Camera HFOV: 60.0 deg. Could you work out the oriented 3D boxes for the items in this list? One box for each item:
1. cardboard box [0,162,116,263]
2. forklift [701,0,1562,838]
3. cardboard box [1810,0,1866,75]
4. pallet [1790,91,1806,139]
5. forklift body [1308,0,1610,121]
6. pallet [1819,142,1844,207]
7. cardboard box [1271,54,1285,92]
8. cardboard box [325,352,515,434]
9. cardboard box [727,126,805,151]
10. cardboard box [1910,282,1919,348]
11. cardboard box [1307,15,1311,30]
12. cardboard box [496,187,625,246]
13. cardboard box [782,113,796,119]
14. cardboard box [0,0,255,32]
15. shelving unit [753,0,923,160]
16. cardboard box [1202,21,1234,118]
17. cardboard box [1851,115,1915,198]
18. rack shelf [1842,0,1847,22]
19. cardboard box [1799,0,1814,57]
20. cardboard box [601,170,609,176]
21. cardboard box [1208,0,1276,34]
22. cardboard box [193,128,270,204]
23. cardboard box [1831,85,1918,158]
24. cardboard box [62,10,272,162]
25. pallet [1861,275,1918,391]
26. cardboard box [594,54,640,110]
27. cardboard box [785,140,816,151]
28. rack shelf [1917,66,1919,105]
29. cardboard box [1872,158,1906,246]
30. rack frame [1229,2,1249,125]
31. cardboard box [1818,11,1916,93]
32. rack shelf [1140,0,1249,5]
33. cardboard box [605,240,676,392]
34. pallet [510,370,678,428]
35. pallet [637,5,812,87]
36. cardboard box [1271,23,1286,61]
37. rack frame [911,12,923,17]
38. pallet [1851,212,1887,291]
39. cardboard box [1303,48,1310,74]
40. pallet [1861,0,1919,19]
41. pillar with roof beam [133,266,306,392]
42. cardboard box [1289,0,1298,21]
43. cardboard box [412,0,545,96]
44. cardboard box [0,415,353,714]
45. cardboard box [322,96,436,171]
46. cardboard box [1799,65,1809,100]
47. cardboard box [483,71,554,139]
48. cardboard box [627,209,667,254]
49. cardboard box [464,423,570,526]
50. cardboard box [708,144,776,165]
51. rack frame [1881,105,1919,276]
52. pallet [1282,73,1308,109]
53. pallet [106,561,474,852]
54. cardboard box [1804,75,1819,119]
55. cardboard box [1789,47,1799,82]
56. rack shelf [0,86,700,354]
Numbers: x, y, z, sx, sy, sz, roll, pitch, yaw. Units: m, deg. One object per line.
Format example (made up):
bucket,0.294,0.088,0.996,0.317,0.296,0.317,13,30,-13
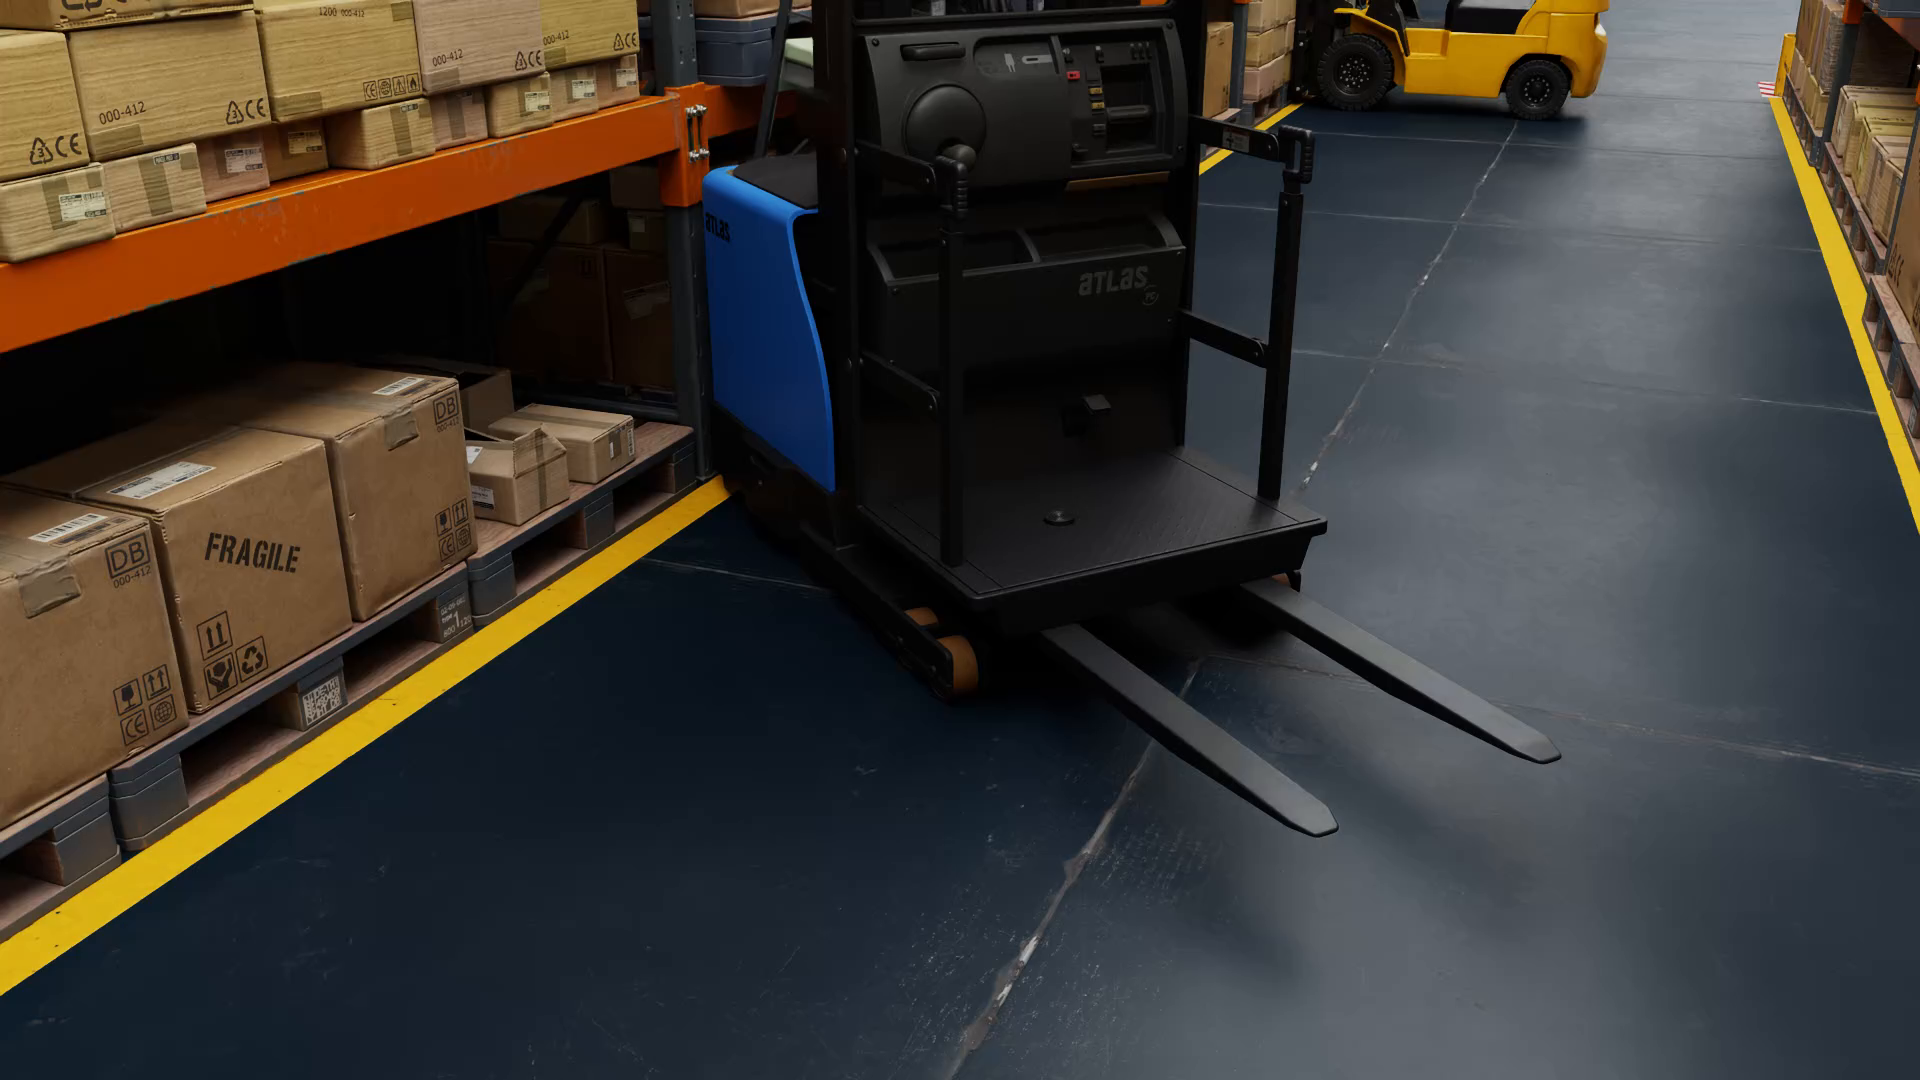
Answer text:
cardboard box,-1.904,-0.655,3.252,0.380,0.149,0.250,8,24,19
forklift,0.291,-1.140,4.175,1.130,2.935,3.031,-11,25,-26
cardboard box,6.608,-3.710,12.289,0.500,0.500,0.500,10,25,23
pallet,6.930,-3.220,12.685,1.003,0.211,1.213,9,24,20
forklift body,4.127,-4.633,13.550,2.313,2.155,1.214,9,24,20
pallet,5.974,-2.258,10.381,1.003,0.211,1.213,9,24,20
cardboard box,2.313,-3.767,13.400,0.500,0.250,0.500,8,24,19
cardboard box,-1.784,-0.420,5.308,0.500,0.311,0.500,10,25,22
cardboard box,-0.887,-1.738,7.376,0.380,0.149,0.250,8,24,18
cardboard box,4.107,-1.051,6.087,0.875,0.875,0.875,9,24,21
cardboard box,2.690,-4.357,14.162,0.500,0.250,0.500,9,24,20
cardboard box,-1.451,-1.182,6.046,0.380,0.149,0.250,8,24,18
cardboard box,-0.698,-1.923,7.818,0.380,0.149,0.250,8,24,19
cardboard box,-1.830,-1.313,3.338,0.500,0.500,0.500,9,24,21
shelving unit,-0.396,-1.173,5.878,0.431,1.500,0.755,22,25,17
cardboard box,1.469,-3.442,12.135,0.875,0.625,0.625,10,25,22
cardboard box,5.549,-2.110,9.273,0.950,0.372,0.625,10,25,22
rack shelf,7.005,-4.207,12.364,1.077,0.370,4.000,9,24,20
cardboard box,6.993,-4.080,13.177,0.500,0.500,0.500,8,24,18
cardboard box,-1.275,-1.366,6.484,0.380,0.149,0.250,9,24,21
cardboard box,2.123,-4.047,12.773,0.500,0.250,0.500,8,24,19
cardboard box,-1.793,-0.854,3.729,0.380,0.149,0.250,9,24,20
cardboard box,6.069,-2.617,10.487,0.950,0.372,0.625,9,24,21
cardboard box,-1.844,-0.979,3.510,0.500,0.250,0.500,8,24,19
pallet,4.413,-0.834,6.972,1.003,0.211,1.213,9,24,20
cardboard box,-1.203,-1.404,5.045,0.380,0.149,0.250,9,24,21
cardboard box,-0.512,-1.576,6.988,0.380,0.149,0.250,10,25,22
rack shelf,4.033,-1.344,5.510,1.077,0.370,4.000,9,24,20
cardboard box,4.995,-1.574,7.991,0.950,0.372,0.625,7,24,16
rack frame,1.652,-4.533,12.210,1.000,3.000,0.127,9,24,20
cardboard box,6.233,-3.345,11.415,0.500,0.500,0.500,8,24,19
rack shelf,0.909,-3.485,10.635,1.077,0.370,4.000,9,24,20
cardboard box,-0.931,-0.851,6.094,0.500,0.500,0.500,10,25,22
pallet,-1.053,-0.680,6.603,1.003,0.211,1.213,9,24,20
pallet,-0.921,-1.852,6.040,1.003,0.211,1.213,9,24,20
cardboard box,2.304,-3.998,13.303,0.500,0.250,0.500,9,24,20
rack frame,-0.248,-1.282,6.195,0.400,1.500,0.023,22,25,17
pallet,5.068,-1.385,8.291,1.003,0.211,1.213,9,24,20
cardboard box,2.697,-4.132,14.274,0.500,0.250,0.500,10,25,22
pallet,4.942,-2.574,7.769,1.213,0.211,1.003,9,24,20
pillar with roof beam,1.582,-3.702,2.436,9.100,9.000,0.400,9,24,20
cardboard box,2.497,-4.408,13.638,0.500,0.250,0.500,10,25,22
cardboard box,-1.455,-1.339,4.373,0.500,0.250,0.500,9,24,20
cardboard box,-1.847,0.041,3.959,0.500,0.500,0.500,9,24,21
cardboard box,-1.546,-1.025,4.139,0.380,0.149,0.250,8,24,19
cardboard box,6.804,-3.552,12.885,0.500,0.250,0.500,11,25,24
cardboard box,-1.354,-1.211,4.583,0.380,0.149,0.250,9,24,21
cardboard box,-0.939,-1.100,5.848,0.380,0.149,0.250,10,25,23
cardboard box,-1.386,-0.233,4.918,0.396,0.266,0.258,10,25,22
cardboard box,-0.887,-1.337,6.029,0.380,0.149,0.250,8,24,17
rack frame,4.776,-2.392,7.085,1.000,3.000,0.127,9,24,20
pallet,2.438,-3.963,14.463,1.003,0.211,1.213,9,24,20
pallet,-2.027,0.301,4.256,1.003,0.211,1.213,9,24,20
cardboard box,6.421,-3.190,12.019,0.500,0.250,0.500,8,24,19
cardboard box,7.191,-3.931,13.791,0.500,0.250,0.500,9,24,20
rack shelf,-2.062,-0.622,3.781,1.077,0.370,4.000,9,24,20
